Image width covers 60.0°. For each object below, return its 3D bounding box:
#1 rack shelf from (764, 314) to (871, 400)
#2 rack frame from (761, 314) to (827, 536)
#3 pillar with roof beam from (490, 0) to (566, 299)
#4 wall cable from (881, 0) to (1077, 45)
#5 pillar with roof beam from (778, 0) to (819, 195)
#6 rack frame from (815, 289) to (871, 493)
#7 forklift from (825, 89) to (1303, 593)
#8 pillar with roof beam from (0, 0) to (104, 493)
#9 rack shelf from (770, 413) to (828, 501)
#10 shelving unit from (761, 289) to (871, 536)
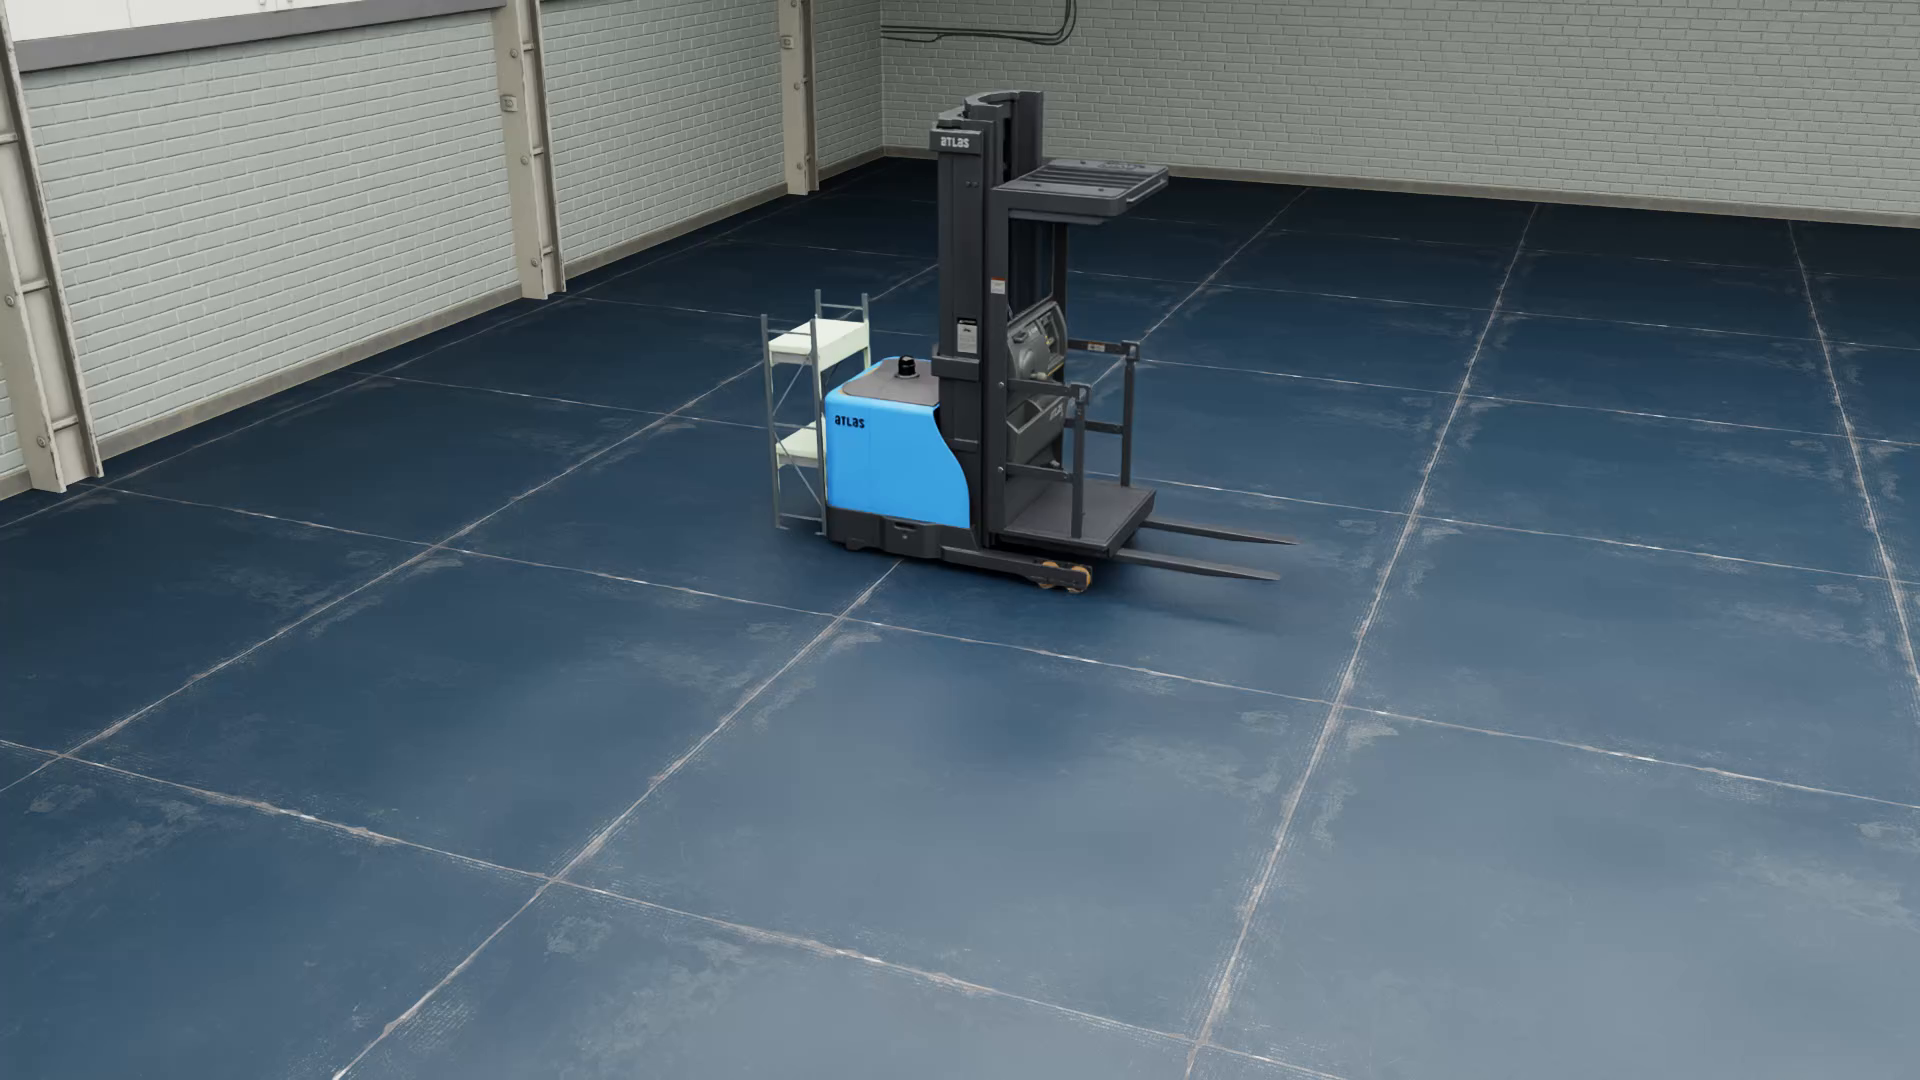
[{"bbox_3d":[-0.959,-1.245,11.257,0.431,0.370,0.720,8,24,23],"label":"rack shelf"},{"bbox_3d":[-1.100,-0.755,11.095,0.400,1.500,0.023,8,24,23],"label":"rack frame"},{"bbox_3d":[-0.370,-6.117,14.219,9.100,9.000,0.400,9,24,20],"label":"pillar with roof beam"},{"bbox_3d":[0.184,-8.313,23.504,3.097,2.526,0.112,9,24,20],"label":"wall cable"},{"bbox_3d":[1.859,-8.264,19.360,9.100,9.000,0.400,9,24,20],"label":"pillar with roof beam"},{"bbox_3d":[-0.799,-1.012,11.710,0.400,1.500,0.023,8,24,23],"label":"rack frame"},{"bbox_3d":[0.674,-1.251,10.443,3.031,2.935,1.130,9,24,21],"label":"forklift"},{"bbox_3d":[-2.599,-3.970,9.079,9.100,9.000,0.400,9,24,20],"label":"pillar with roof beam"},{"bbox_3d":[-0.941,-0.581,11.525,0.431,0.370,0.720,8,24,23],"label":"rack shelf"},{"bbox_3d":[-0.949,-0.884,11.403,0.431,1.500,0.755,8,24,23],"label":"shelving unit"}]
